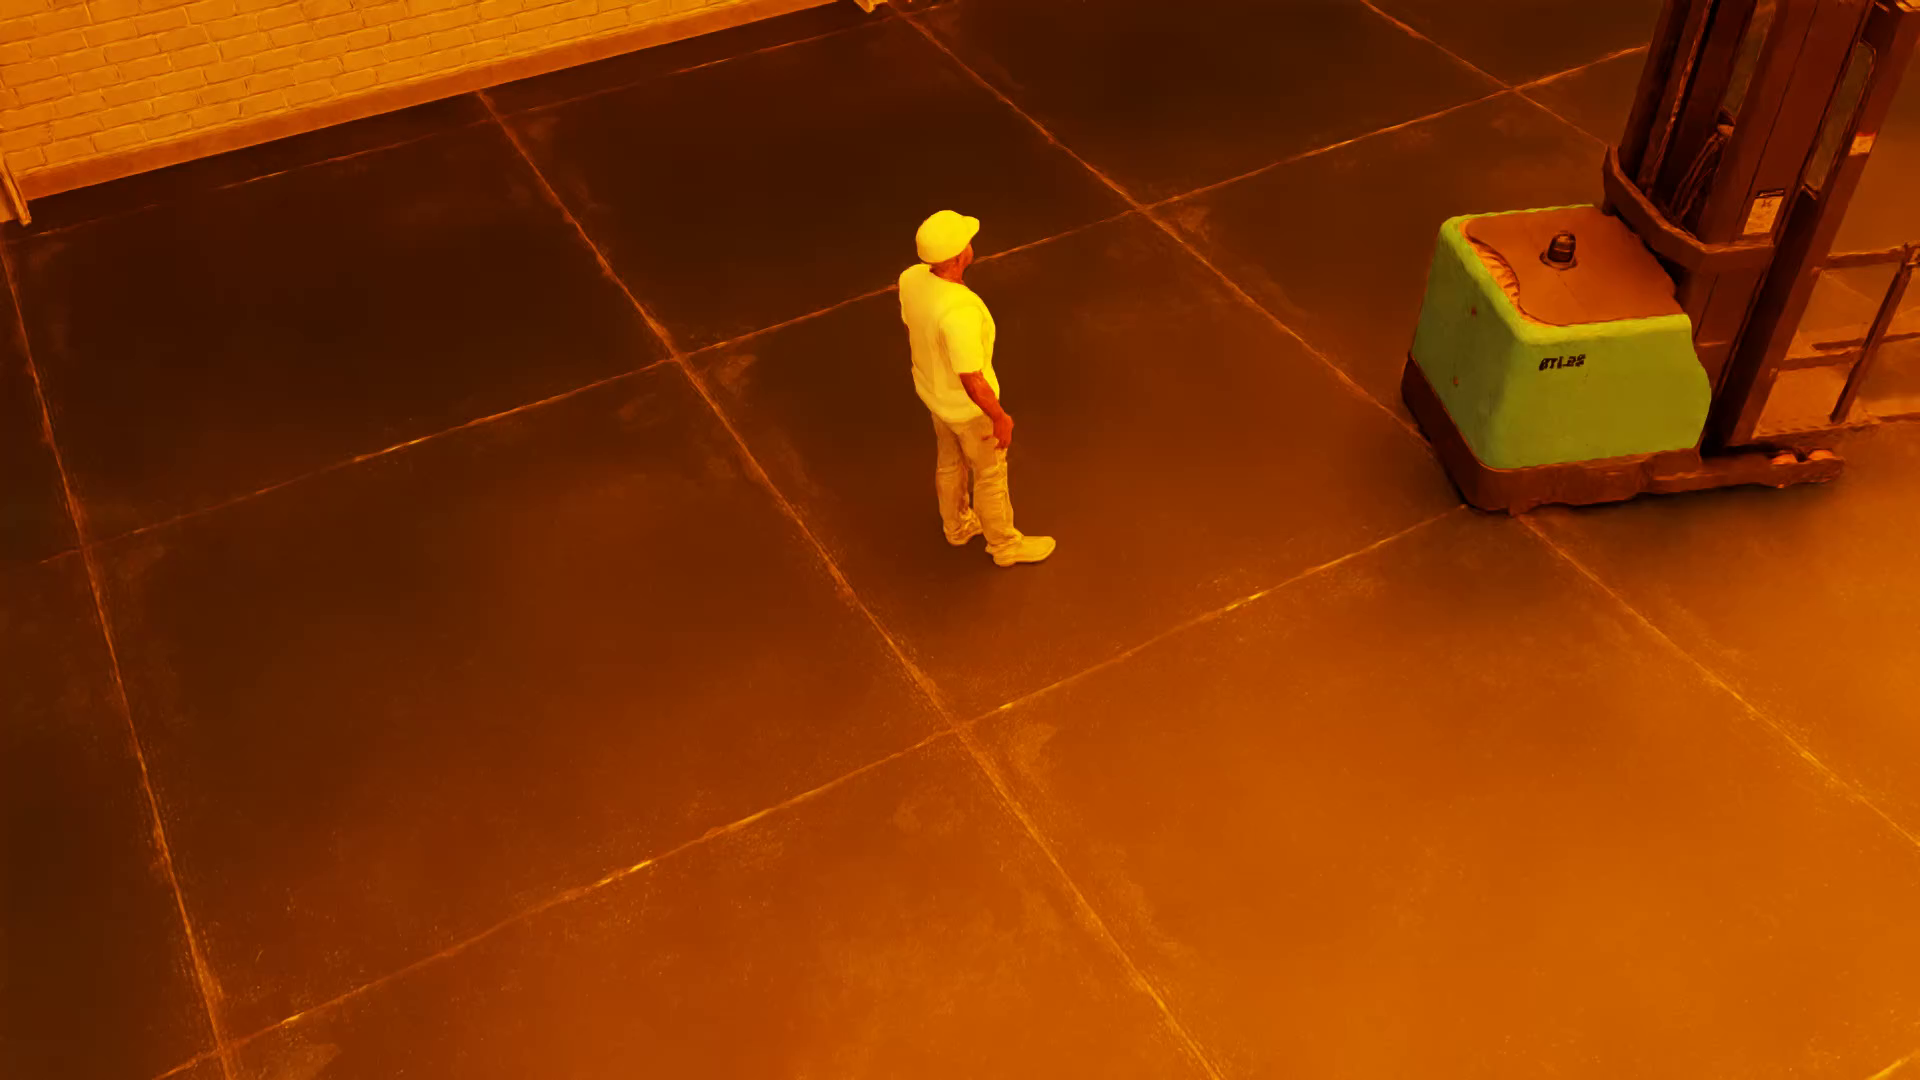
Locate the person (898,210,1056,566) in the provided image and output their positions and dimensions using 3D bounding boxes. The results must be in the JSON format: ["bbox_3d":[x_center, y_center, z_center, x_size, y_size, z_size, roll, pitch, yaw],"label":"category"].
[{"bbox_3d":[0.063,-0.673,7.270,0.576,1.766,0.665,-21,47,-21],"label":"person"}]

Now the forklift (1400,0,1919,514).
[{"bbox_3d":[3.841,-1.680,7.510,3.031,2.935,1.130,-7,43,-7],"label":"forklift"}]
